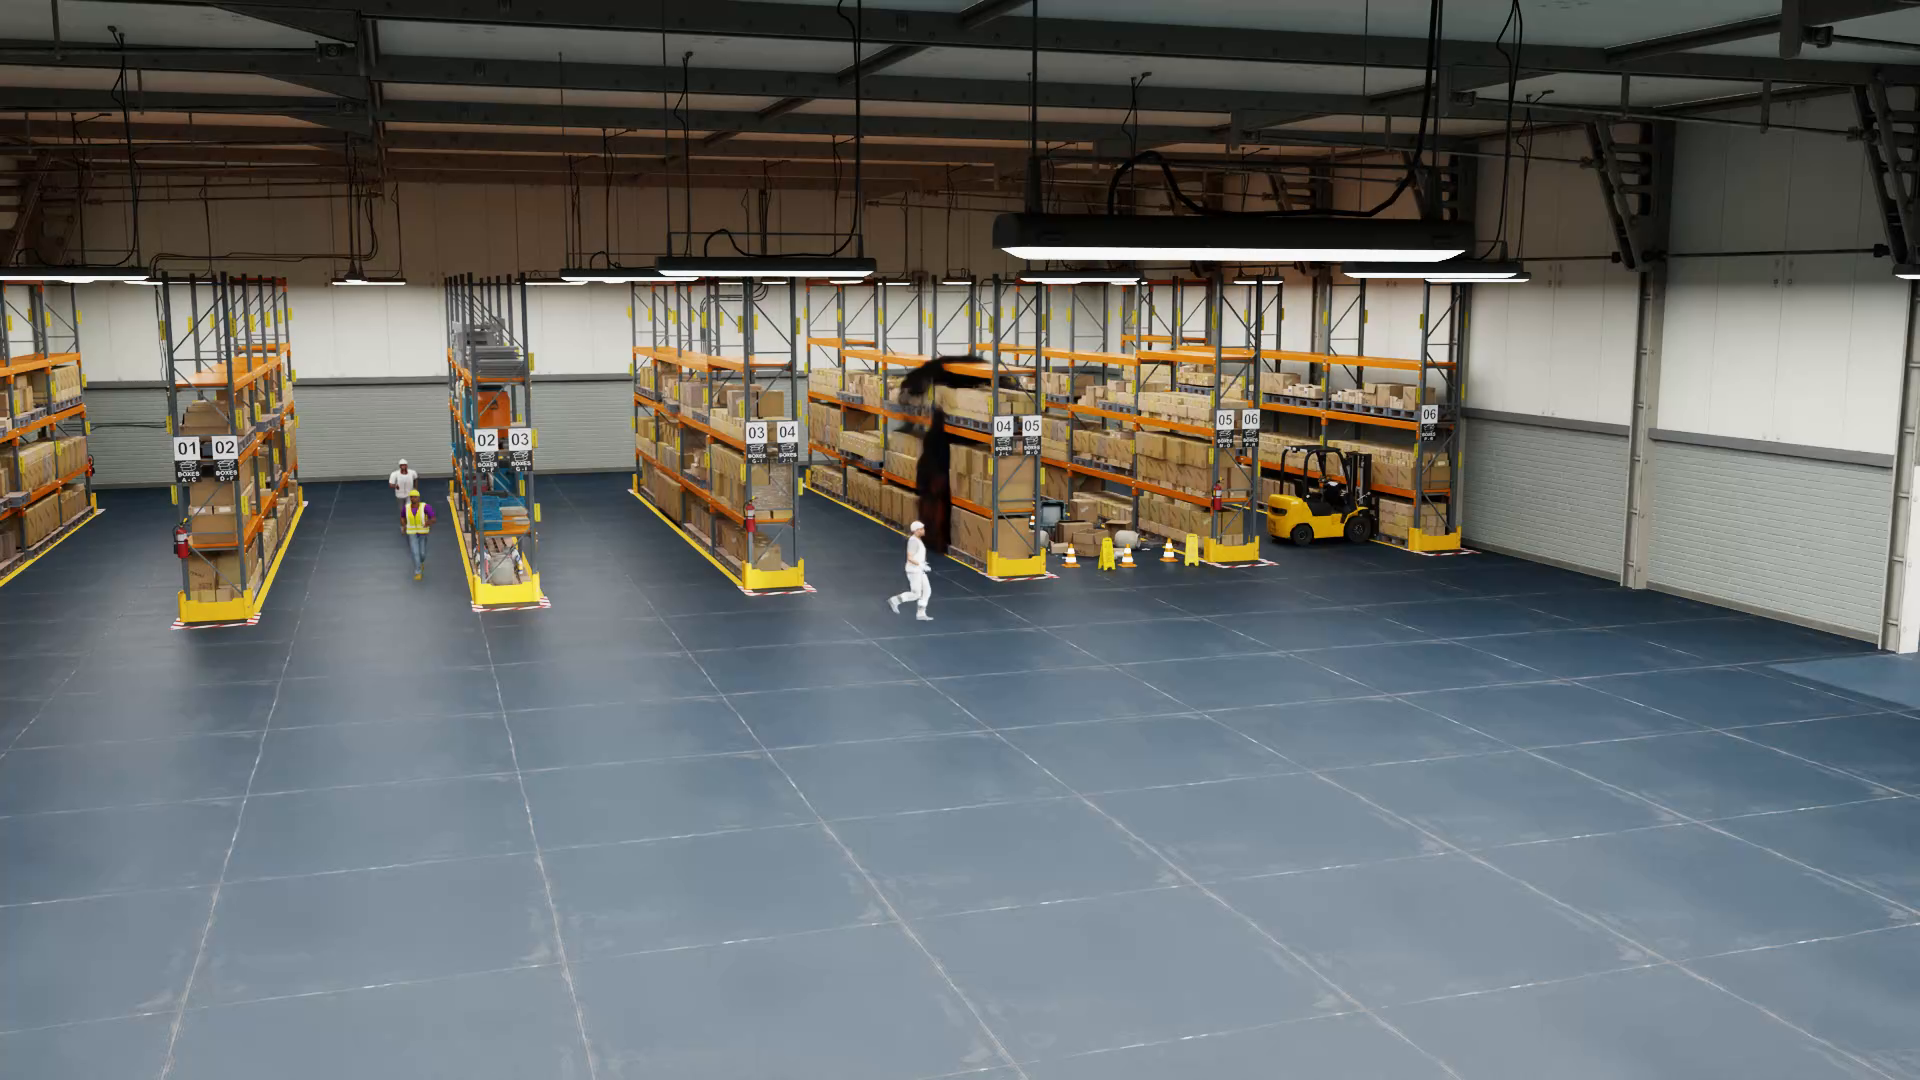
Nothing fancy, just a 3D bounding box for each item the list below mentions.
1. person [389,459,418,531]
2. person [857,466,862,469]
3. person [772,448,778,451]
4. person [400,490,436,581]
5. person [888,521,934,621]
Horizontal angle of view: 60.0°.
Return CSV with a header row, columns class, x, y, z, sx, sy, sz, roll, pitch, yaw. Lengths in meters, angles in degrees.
class,x,y,z,sx,sy,sz,roll,pitch,yaw
person,-12.975,-1.008,38.832,0.640,1.796,0.890,-3,9,-18
person,-2.880,-2.665,49.967,0.909,1.767,0.608,-3,9,-20
person,-5.645,-2.355,48.030,0.958,1.722,0.728,1,9,9
person,-10.793,-0.122,33.114,0.672,1.767,0.852,-2,9,-13
person,-0.846,0.534,28.781,0.795,1.747,0.644,1,9,8
